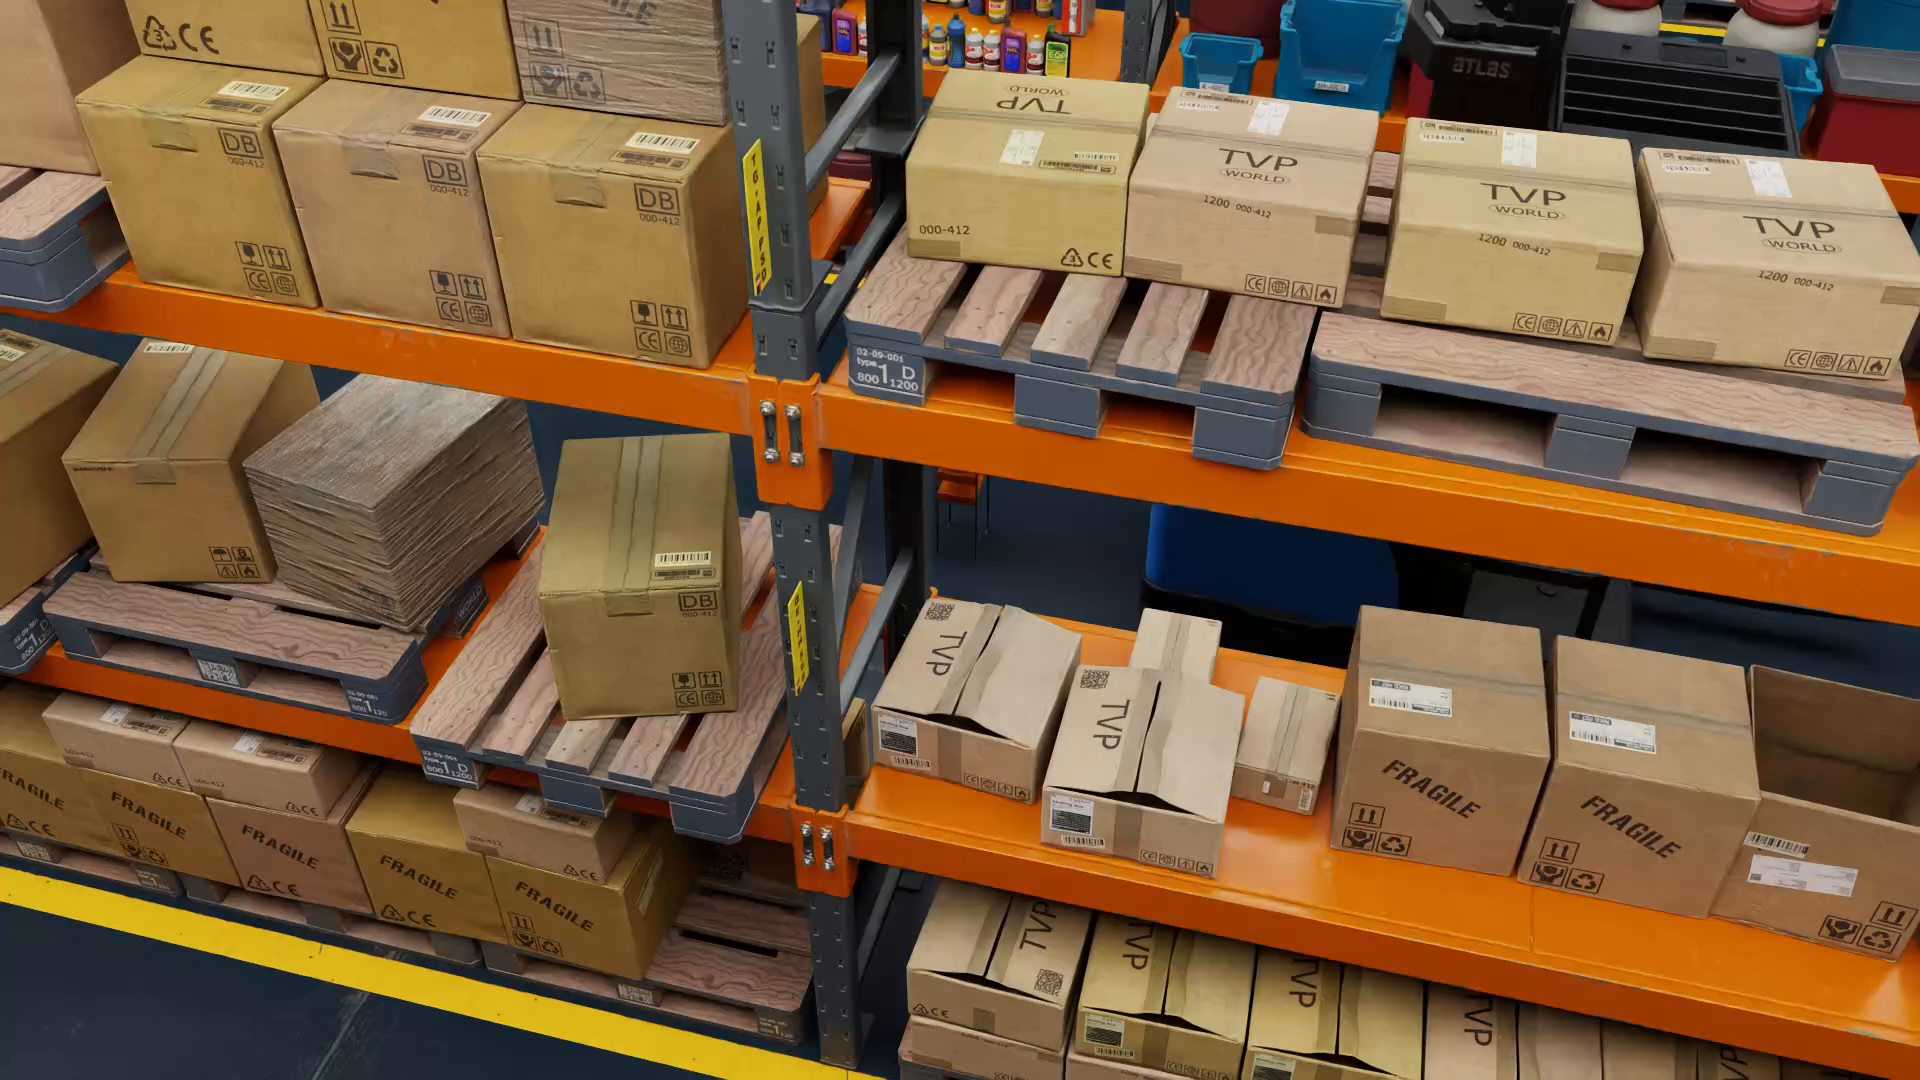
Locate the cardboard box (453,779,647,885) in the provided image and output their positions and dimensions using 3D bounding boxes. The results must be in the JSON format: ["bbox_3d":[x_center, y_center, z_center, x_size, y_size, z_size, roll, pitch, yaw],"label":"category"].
[{"bbox_3d":[-1.304,0.816,5.489,0.500,0.250,0.500,11,41,13],"label":"cardboard box"}]

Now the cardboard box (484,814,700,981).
[{"bbox_3d":[-1.249,1.110,5.722,0.500,0.500,0.500,11,41,13],"label":"cardboard box"}]

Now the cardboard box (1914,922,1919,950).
[{"bbox_3d":[2.683,1.015,4.338,0.258,0.266,0.396,9,41,10],"label":"cardboard box"}]

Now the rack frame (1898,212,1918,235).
[{"bbox_3d":[4.864,-2.081,7.920,0.127,3.000,1.000,10,41,11],"label":"rack frame"}]

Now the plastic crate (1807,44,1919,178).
[{"bbox_3d":[4.317,-1.996,7.769,0.583,0.464,0.402,10,41,11],"label":"plastic crate"}]

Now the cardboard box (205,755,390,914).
[{"bbox_3d":[-2.257,0.940,5.924,0.500,0.500,0.500,8,41,10],"label":"cardboard box"}]

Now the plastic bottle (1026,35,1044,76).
[{"bbox_3d":[0.392,-2.502,8.576,0.097,0.201,0.097,0,40,0],"label":"plastic bottle"}]

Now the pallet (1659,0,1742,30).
[{"bbox_3d":[5.392,-4.219,12.634,1.213,0.211,1.003,10,41,11],"label":"pallet"}]

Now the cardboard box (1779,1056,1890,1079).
[{"bbox_3d":[2.610,1.701,4.792,0.500,0.311,0.500,11,41,13],"label":"cardboard box"}]

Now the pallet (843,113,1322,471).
[{"bbox_3d":[0.394,-0.688,4.076,1.003,0.211,1.213,12,41,13],"label":"pallet"}]

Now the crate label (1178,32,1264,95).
[{"bbox_3d":[1.310,-2.379,8.405,0.416,0.233,0.303,10,41,11],"label":"crate label"}]

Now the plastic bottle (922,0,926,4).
[{"bbox_3d":[-0.238,-3.143,9.285,0.097,0.271,0.097,0,40,0],"label":"plastic bottle"}]

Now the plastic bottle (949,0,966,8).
[{"bbox_3d":[-0.016,-3.078,9.261,0.097,0.201,0.097,0,40,0],"label":"plastic bottle"}]

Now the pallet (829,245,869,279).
[{"bbox_3d":[-0.948,-1.987,9.977,1.213,0.211,1.003,10,41,11],"label":"pallet"}]

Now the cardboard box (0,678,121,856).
[{"bbox_3d":[-3.226,0.768,6.129,0.500,0.500,0.500,10,41,12],"label":"cardboard box"}]

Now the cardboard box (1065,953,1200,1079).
[{"bbox_3d":[0.631,1.576,5.378,0.500,0.250,0.500,9,41,10],"label":"cardboard box"}]

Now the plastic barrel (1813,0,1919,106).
[{"bbox_3d":[4.569,-2.525,8.059,0.708,0.901,0.600,10,41,11],"label":"plastic barrel"}]

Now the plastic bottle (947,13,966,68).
[{"bbox_3d":[-0.019,-2.600,8.638,0.097,0.271,0.097,0,40,0],"label":"plastic bottle"}]

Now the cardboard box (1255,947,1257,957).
[{"bbox_3d":[1.271,1.328,5.673,0.500,0.250,0.500,11,41,12],"label":"cardboard box"}]

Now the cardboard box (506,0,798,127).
[{"bbox_3d":[-0.704,-1.315,3.821,0.500,0.500,0.500,10,41,11],"label":"cardboard box"}]

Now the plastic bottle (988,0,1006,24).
[{"bbox_3d":[0.204,-2.939,9.096,0.097,0.201,0.097,0,40,0],"label":"plastic bottle"}]

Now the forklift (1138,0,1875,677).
[{"bbox_3d":[2.355,-0.730,6.364,3.031,2.935,1.130,11,41,13],"label":"forklift"}]

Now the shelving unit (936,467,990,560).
[{"bbox_3d":[0.014,-0.457,7.386,0.189,1.200,0.258,10,41,11],"label":"shelving unit"}]

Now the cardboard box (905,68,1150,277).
[{"bbox_3d":[0.168,-0.881,3.949,0.500,0.250,0.500,7,41,8],"label":"cardboard box"}]

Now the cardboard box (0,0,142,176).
[{"bbox_3d":[-2.392,-1.371,4.260,0.600,0.600,0.600,8,41,10],"label":"cardboard box"}]

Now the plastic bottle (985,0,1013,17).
[{"bbox_3d":[0.218,-3.048,9.168,0.135,0.276,0.152,10,41,11],"label":"plastic bottle"}]

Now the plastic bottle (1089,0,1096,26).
[{"bbox_3d":[0.665,-2.971,9.076,0.135,0.276,0.152,10,41,11],"label":"plastic bottle"}]

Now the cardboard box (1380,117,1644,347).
[{"bbox_3d":[1.229,-0.703,3.737,0.500,0.250,0.500,9,41,11],"label":"cardboard box"}]

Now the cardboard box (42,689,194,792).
[{"bbox_3d":[-2.778,0.566,5.787,0.500,0.250,0.500,10,41,12],"label":"cardboard box"}]

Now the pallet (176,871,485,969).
[{"bbox_3d":[-2.171,1.047,6.364,1.213,0.211,1.003,10,41,11],"label":"pallet"}]

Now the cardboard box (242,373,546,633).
[{"bbox_3d":[-1.756,-0.174,5.245,0.500,0.500,0.700,17,43,20],"label":"cardboard box"}]

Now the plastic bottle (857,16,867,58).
[{"bbox_3d":[-0.489,-2.654,8.757,0.097,0.201,0.097,0,40,0],"label":"plastic bottle"}]

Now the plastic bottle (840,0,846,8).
[{"bbox_3d":[-0.737,-3.142,9.222,0.185,0.351,0.144,10,41,11],"label":"plastic bottle"}]

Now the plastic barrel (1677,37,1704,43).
[{"bbox_3d":[3.625,-2.343,8.340,0.301,0.262,0.301,0,40,0],"label":"plastic barrel"}]

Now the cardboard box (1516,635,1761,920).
[{"bbox_3d":[1.849,0.649,4.592,0.500,0.500,0.500,10,41,11],"label":"cardboard box"}]

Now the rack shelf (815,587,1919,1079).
[{"bbox_3d":[1.648,0.939,4.884,4.000,0.370,1.077,10,41,11],"label":"rack shelf"}]

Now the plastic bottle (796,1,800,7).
[{"bbox_3d":[-0.897,-2.784,8.848,0.133,0.283,0.061,10,41,11],"label":"plastic bottle"}]

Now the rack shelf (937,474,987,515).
[{"bbox_3d":[0.014,-0.239,7.569,0.180,0.103,0.258,10,41,11],"label":"rack shelf"}]

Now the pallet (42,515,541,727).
[{"bbox_3d":[-2.164,0.084,5.491,1.213,0.211,1.003,10,41,11],"label":"pallet"}]

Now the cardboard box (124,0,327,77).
[{"bbox_3d":[-1.690,-1.485,4.023,0.500,0.500,0.500,10,41,11],"label":"cardboard box"}]

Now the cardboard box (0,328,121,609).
[{"bbox_3d":[-3.068,-0.241,5.324,0.500,0.500,0.700,16,43,18],"label":"cardboard box"}]

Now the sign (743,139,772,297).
[{"bbox_3d":[-0.427,-0.679,3.516,0.005,0.325,0.100,10,41,11],"label":"sign"}]

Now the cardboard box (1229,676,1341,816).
[{"bbox_3d":[0.962,0.604,4.918,0.250,0.149,0.380,13,42,15],"label":"cardboard box"}]

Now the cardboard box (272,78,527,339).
[{"bbox_3d":[-1.207,-0.992,4.214,0.500,0.500,0.910,10,41,11],"label":"cardboard box"}]

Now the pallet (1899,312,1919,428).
[{"bbox_3d":[2.724,-0.218,3.518,1.217,0.209,0.805,8,41,10],"label":"pallet"}]

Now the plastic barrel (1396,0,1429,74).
[{"bbox_3d":[2.456,-2.680,8.547,0.421,0.512,0.421,0,40,0],"label":"plastic barrel"}]

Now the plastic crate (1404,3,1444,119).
[{"bbox_3d":[2.482,-2.312,8.145,0.583,0.464,0.402,10,41,11],"label":"plastic crate"}]

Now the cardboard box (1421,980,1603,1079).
[{"bbox_3d":[1.644,1.531,4.994,0.500,0.311,0.500,9,41,11],"label":"cardboard box"}]

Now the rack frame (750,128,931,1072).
[{"bbox_3d":[-0.284,0.331,5.048,0.127,3.000,1.000,10,41,11],"label":"rack frame"}]

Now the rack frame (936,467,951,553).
[{"bbox_3d":[-0.074,-0.472,7.404,0.006,1.200,0.240,10,41,11],"label":"rack frame"}]

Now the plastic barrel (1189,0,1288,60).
[{"bbox_3d":[1.526,-2.909,8.800,0.708,0.536,0.600,10,41,11],"label":"plastic barrel"}]

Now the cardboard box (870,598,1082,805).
[{"bbox_3d":[0.056,0.453,4.973,0.500,0.311,0.500,12,42,14],"label":"cardboard box"}]

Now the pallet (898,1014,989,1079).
[{"bbox_3d":[0.501,1.560,5.753,1.213,0.211,1.003,10,41,11],"label":"pallet"}]

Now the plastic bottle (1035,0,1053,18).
[{"bbox_3d":[0.466,-2.995,9.163,0.097,0.201,0.097,0,40,0],"label":"plastic bottle"}]

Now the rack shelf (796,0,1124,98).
[{"bbox_3d":[-0.932,-2.803,9.339,4.000,0.370,1.077,10,41,11],"label":"rack shelf"}]

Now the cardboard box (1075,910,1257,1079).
[{"bbox_3d":[0.655,1.360,5.198,0.500,0.311,0.500,9,41,10],"label":"cardboard box"}]

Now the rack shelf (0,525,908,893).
[{"bbox_3d":[-2.216,0.274,5.675,4.000,0.370,1.077,10,41,11],"label":"rack shelf"}]

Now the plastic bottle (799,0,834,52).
[{"bbox_3d":[-0.748,-2.771,8.781,0.185,0.351,0.144,10,41,11],"label":"plastic bottle"}]

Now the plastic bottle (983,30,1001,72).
[{"bbox_3d":[0.169,-2.541,8.622,0.097,0.201,0.097,0,40,0],"label":"plastic bottle"}]
